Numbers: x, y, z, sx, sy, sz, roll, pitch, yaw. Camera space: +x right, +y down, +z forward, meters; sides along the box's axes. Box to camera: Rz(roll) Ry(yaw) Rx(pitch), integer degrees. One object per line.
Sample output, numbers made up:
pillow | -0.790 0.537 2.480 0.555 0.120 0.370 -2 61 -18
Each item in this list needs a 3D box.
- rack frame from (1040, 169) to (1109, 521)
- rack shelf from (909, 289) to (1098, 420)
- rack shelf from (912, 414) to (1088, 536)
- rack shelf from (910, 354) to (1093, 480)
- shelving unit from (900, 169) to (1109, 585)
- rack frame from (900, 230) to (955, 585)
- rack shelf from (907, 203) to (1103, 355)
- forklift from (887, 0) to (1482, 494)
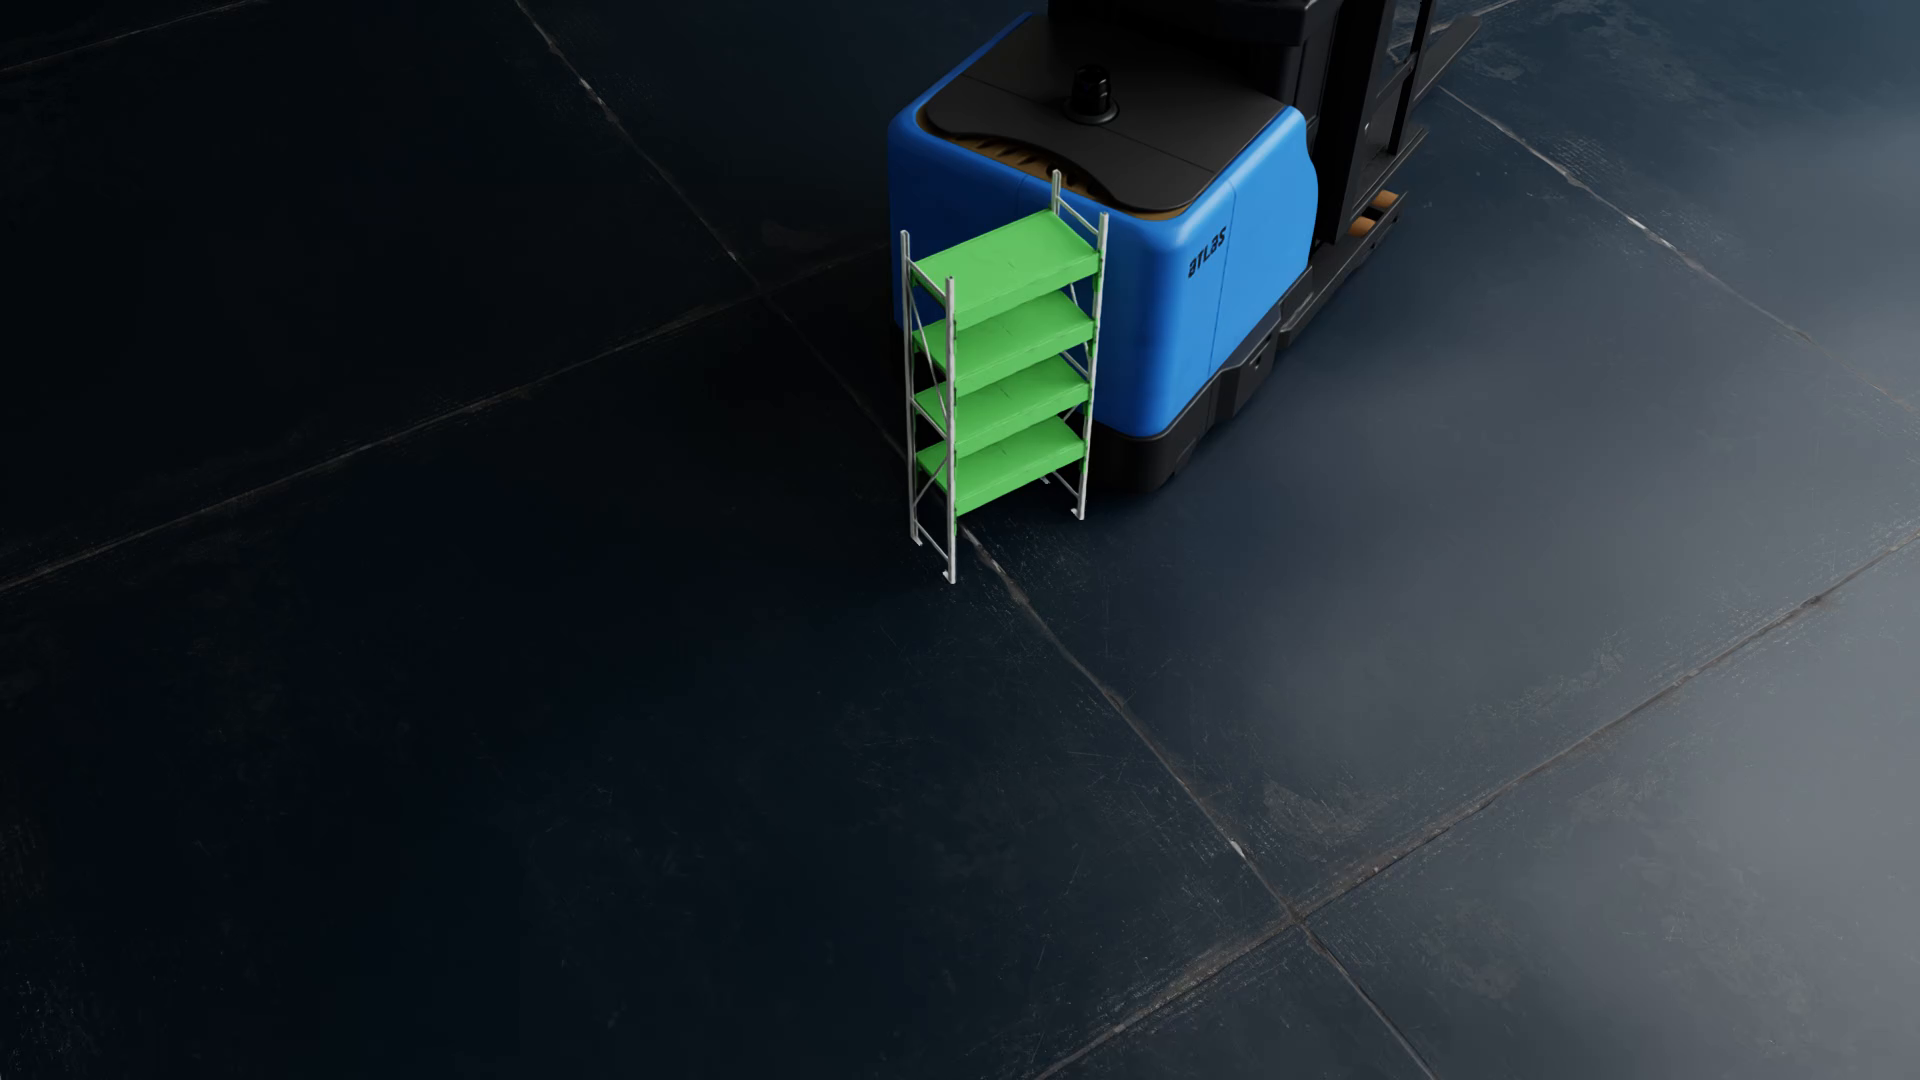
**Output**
rack frame | 0.324 -0.537 4.925 0.015 1.200 0.240 -26 53 -21
rack shelf | 0.119 -0.555 4.705 0.480 0.148 0.258 -26 53 -21
rack shelf | 0.119 -0.236 5.063 0.480 0.148 0.258 -26 53 -21
rack shelf | 0.119 -0.395 4.884 0.480 0.148 0.258 -26 53 -21
shelving unit | 0.119 -0.438 4.836 0.503 1.200 0.258 -26 53 -21
rack frame | -0.086 -0.339 4.748 0.015 1.200 0.240 -26 53 -21
rack shelf | 0.119 -0.714 4.526 0.480 0.148 0.258 -26 53 -21
forklift | 1.019 -2.193 5.240 1.130 2.935 3.031 27 54 22
